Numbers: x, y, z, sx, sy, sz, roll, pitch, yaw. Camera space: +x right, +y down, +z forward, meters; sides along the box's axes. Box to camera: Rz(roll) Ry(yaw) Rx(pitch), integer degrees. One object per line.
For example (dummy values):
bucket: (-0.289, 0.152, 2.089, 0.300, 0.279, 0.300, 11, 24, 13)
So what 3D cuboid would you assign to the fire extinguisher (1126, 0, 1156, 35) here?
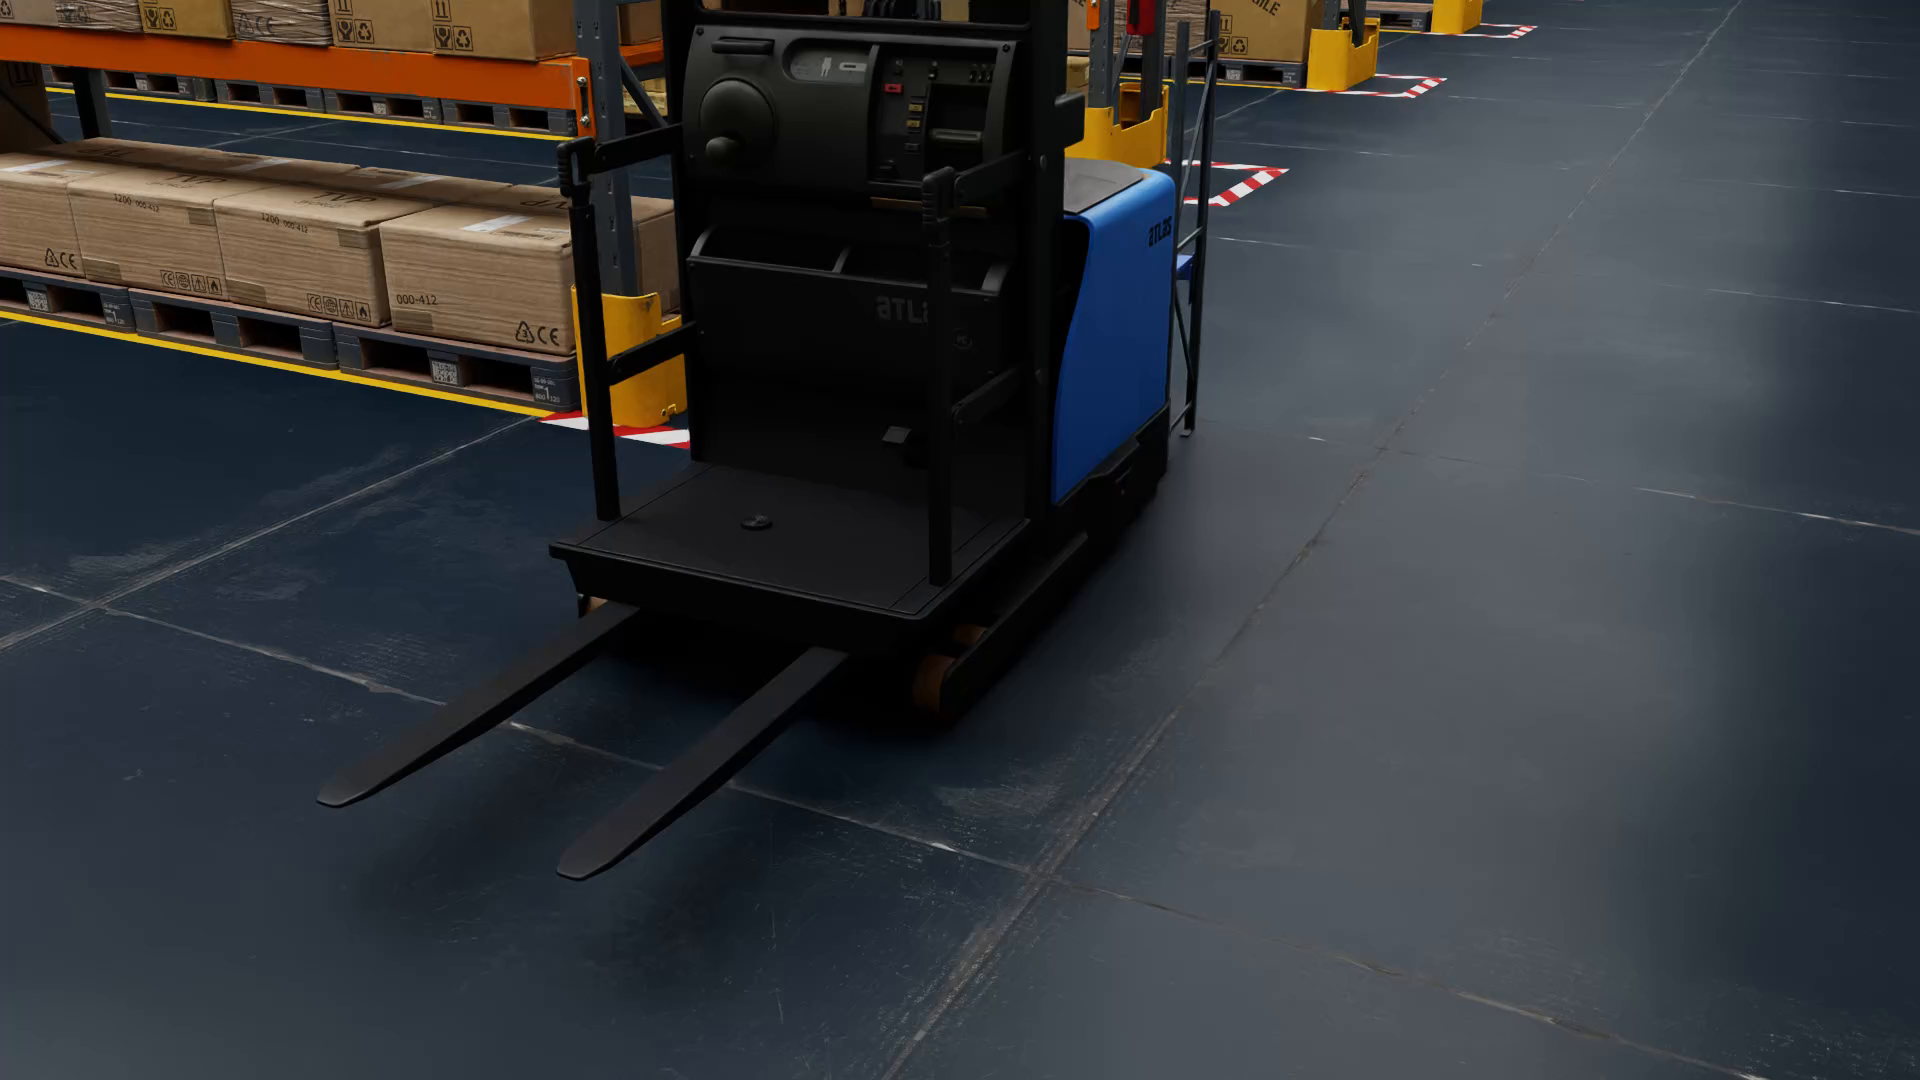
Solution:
fire extinguisher: (1.086, -3.362, 9.898, 0.183, 0.674, 0.296, 11, 25, 25)

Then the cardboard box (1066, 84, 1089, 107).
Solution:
cardboard box: (0.718, -2.975, 11.140, 0.250, 0.149, 0.380, 12, 26, 27)

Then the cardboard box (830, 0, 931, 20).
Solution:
cardboard box: (-0.752, -5.517, 16.569, 0.875, 0.875, 1.225, 11, 26, 25)

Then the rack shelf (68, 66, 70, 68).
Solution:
rack shelf: (-6.428, -2.757, 8.819, 4.000, 0.370, 1.077, 11, 25, 25)

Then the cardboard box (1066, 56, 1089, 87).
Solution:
cardboard box: (0.756, -3.141, 11.150, 0.250, 0.149, 0.380, 10, 25, 22)

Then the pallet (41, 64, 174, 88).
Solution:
pallet: (-7.824, -4.286, 15.058, 1.213, 0.211, 1.003, 11, 25, 25)

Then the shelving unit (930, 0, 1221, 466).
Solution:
shelving unit: (0.307, -1.095, 5.899, 1.048, 1.500, 0.538, 8, 23, 19)

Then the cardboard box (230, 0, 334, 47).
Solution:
cardboard box: (-2.528, -2.248, 6.576, 0.500, 0.500, 0.500, 12, 26, 26)

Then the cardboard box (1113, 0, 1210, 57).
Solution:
cardboard box: (1.979, -4.951, 15.237, 0.875, 0.875, 0.875, 11, 25, 25)

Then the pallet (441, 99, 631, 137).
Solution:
pallet: (-3.195, -3.335, 12.823, 1.213, 0.211, 1.003, 11, 25, 25)

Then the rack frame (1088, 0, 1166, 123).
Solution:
rack frame: (1.070, -3.775, 10.294, 0.127, 3.000, 1.000, 11, 25, 25)

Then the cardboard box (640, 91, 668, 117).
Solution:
cardboard box: (-2.082, -3.139, 11.905, 0.250, 0.149, 0.380, 12, 26, 26)

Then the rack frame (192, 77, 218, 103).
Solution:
rack frame: (-6.070, -5.188, 13.616, 0.127, 3.000, 1.000, 11, 25, 25)

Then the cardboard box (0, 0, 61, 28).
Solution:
cardboard box: (-3.895, -2.516, 7.206, 0.500, 0.500, 0.500, 11, 26, 25)

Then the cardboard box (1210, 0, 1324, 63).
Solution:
cardboard box: (2.791, -4.790, 14.859, 0.875, 0.875, 0.875, 11, 25, 25)

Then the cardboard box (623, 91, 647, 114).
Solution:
cardboard box: (-2.320, -3.186, 12.016, 0.250, 0.149, 0.380, 10, 25, 22)

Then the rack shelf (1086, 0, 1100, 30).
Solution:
rack shelf: (-0.715, -3.797, 11.265, 4.000, 0.370, 1.077, 11, 25, 25)

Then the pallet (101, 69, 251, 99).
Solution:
pallet: (-6.739, -4.070, 14.551, 1.213, 0.211, 1.003, 11, 25, 25)

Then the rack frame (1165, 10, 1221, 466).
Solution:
rack frame: (0.783, -1.026, 5.736, 0.032, 1.500, 0.500, 8, 23, 19)

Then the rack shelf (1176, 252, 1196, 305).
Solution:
rack shelf: (0.306, -0.929, 5.967, 1.000, 0.185, 0.538, 8, 23, 19)

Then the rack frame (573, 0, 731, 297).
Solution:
rack frame: (-1.073, -2.028, 6.187, 0.127, 3.000, 1.000, 11, 25, 25)

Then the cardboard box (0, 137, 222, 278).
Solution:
cardboard box: (-4.131, -1.601, 7.918, 0.875, 0.438, 0.875, 11, 25, 24)

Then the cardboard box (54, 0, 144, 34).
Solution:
cardboard box: (-3.454, -2.426, 6.994, 0.500, 0.500, 0.500, 11, 26, 25)

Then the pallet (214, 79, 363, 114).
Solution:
pallet: (-5.373, -3.766, 13.836, 1.213, 0.211, 1.003, 11, 25, 25)

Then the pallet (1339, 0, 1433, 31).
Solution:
pallet: (4.914, -6.095, 19.313, 1.213, 0.211, 1.003, 11, 25, 25)

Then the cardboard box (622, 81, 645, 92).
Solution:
cardboard box: (-2.321, -3.324, 11.959, 0.250, 0.149, 0.380, 12, 26, 27)

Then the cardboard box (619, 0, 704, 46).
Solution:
cardboard box: (-1.372, -2.259, 6.602, 0.500, 0.500, 0.500, 11, 25, 24)

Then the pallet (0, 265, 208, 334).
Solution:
pallet: (-4.000, -1.290, 8.013, 1.213, 0.211, 1.003, 11, 25, 25)

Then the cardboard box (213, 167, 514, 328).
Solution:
cardboard box: (-2.528, -1.283, 7.171, 0.875, 0.438, 0.875, 12, 26, 26)

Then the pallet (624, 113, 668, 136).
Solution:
pallet: (-1.885, -3.092, 12.251, 1.213, 0.211, 1.003, 11, 25, 25)

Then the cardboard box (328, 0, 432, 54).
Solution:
cardboard box: (-2.064, -2.161, 6.371, 0.500, 0.500, 0.500, 11, 25, 23)

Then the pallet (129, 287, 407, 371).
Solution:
pallet: (-2.907, -1.075, 7.508, 1.213, 0.211, 1.003, 11, 25, 25)

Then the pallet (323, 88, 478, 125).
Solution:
pallet: (-4.288, -3.550, 13.328, 1.213, 0.211, 1.003, 11, 25, 25)

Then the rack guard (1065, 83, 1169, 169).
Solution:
rack guard: (1.002, -2.638, 10.815, 0.348, 0.500, 1.175, 11, 25, 25)

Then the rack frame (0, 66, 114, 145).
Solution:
rack frame: (-4.643, -2.735, 7.848, 0.127, 3.000, 1.000, 11, 25, 25)

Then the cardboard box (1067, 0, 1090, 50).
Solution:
cardboard box: (1.184, -5.108, 15.606, 0.875, 0.875, 0.875, 11, 25, 25)

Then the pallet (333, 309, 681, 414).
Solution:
pallet: (-1.822, -0.859, 7.000, 1.213, 0.211, 1.003, 11, 25, 25)

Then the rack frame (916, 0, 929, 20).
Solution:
rack frame: (-0.172, -6.196, 15.986, 0.127, 3.000, 1.000, 11, 25, 25)

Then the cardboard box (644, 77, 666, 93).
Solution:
cardboard box: (-2.054, -3.310, 11.928, 0.250, 0.149, 0.380, 11, 26, 25)

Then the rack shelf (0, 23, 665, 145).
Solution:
rack shelf: (-2.858, -2.051, 7.158, 4.000, 0.370, 1.077, 11, 25, 25)

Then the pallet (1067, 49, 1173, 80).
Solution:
pallet: (1.564, -4.536, 15.646, 1.213, 0.211, 1.003, 11, 25, 25)

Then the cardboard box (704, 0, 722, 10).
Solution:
cardboard box: (-2.343, -5.828, 17.301, 0.875, 0.875, 1.225, 11, 26, 25)

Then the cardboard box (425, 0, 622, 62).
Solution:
cardboard box: (-1.623, -2.067, 6.150, 0.500, 0.500, 0.500, 11, 26, 25)

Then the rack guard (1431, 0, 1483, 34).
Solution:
rack guard: (5.660, -6.069, 18.883, 0.348, 0.500, 1.175, 11, 25, 25)

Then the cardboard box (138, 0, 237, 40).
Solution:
cardboard box: (-2.995, -2.335, 6.780, 0.500, 0.500, 0.500, 12, 26, 26)

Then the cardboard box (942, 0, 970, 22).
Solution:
cardboard box: (0.381, -5.267, 15.980, 0.875, 0.875, 0.875, 11, 25, 25)

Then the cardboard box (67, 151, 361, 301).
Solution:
cardboard box: (-3.332, -1.443, 7.547, 0.875, 0.438, 0.875, 10, 25, 23)

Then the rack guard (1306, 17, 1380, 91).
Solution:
rack guard: (3.419, -4.335, 14.805, 0.348, 0.500, 1.175, 11, 25, 25)

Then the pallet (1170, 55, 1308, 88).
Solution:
pallet: (2.649, -4.320, 15.139, 1.213, 0.211, 1.003, 11, 25, 25)

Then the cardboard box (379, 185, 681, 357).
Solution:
cardboard box: (-1.708, -1.124, 6.798, 0.875, 0.438, 0.875, 10, 25, 23)

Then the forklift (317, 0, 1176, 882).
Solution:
forklift: (-0.385, -1.089, 4.067, 1.130, 2.935, 3.031, 10, 25, 23)

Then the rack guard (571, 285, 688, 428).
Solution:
rack guard: (-1.052, -0.874, 6.666, 0.348, 0.500, 1.175, 11, 25, 25)

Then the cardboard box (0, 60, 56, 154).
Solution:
cardboard box: (-5.233, -2.032, 8.373, 0.875, 0.875, 0.875, 12, 26, 26)

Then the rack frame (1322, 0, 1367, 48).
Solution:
rack frame: (3.398, -5.490, 14.325, 0.127, 3.000, 1.000, 11, 25, 25)

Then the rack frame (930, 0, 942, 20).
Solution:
rack frame: (-0.169, -1.165, 6.063, 0.032, 1.500, 0.500, 8, 23, 19)
